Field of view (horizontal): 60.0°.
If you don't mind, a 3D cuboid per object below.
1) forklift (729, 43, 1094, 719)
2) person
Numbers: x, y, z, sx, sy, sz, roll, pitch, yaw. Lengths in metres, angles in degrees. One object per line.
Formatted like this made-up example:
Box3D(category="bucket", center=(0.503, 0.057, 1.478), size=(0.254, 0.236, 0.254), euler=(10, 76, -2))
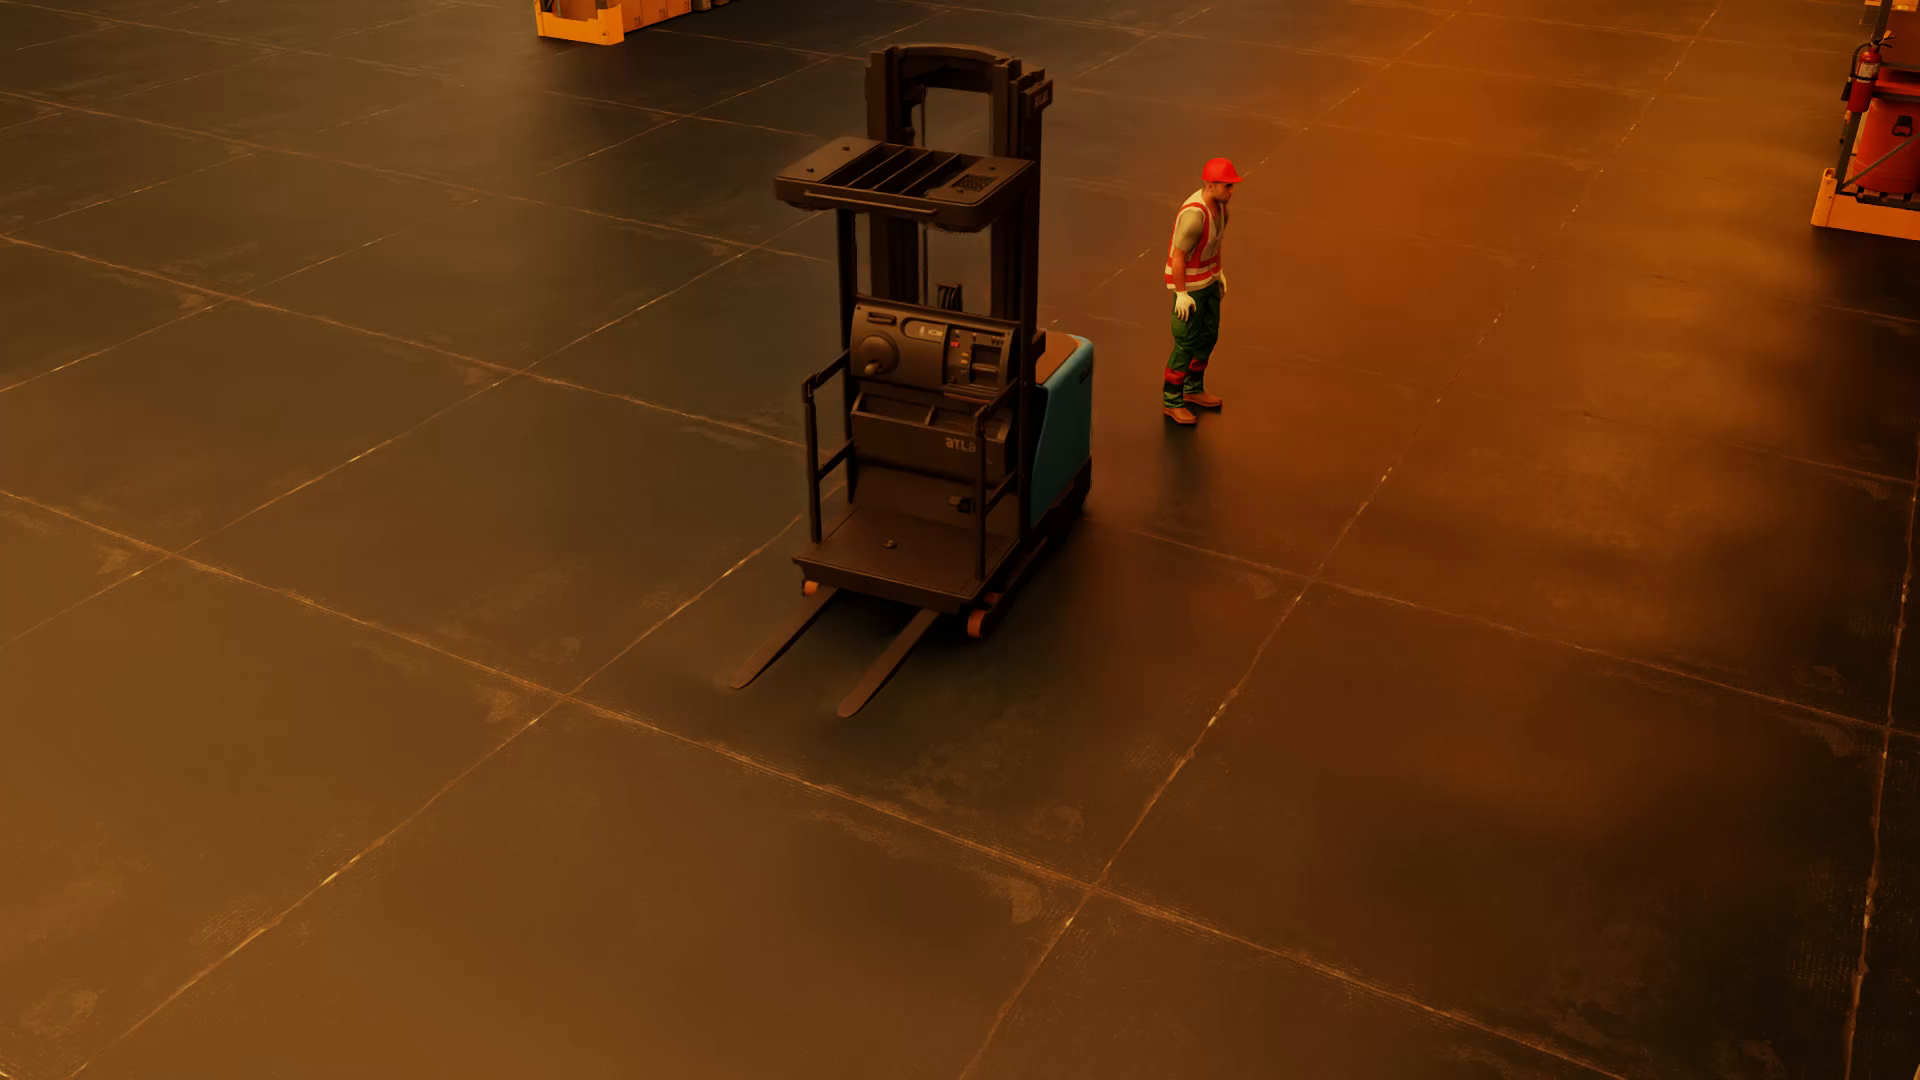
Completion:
Box3D(category="forklift", center=(-0.241, -0.973, 8.756), size=(1.130, 2.935, 3.031), euler=(12, 32, 20))
Box3D(category="person", center=(1.614, -1.693, 11.161), size=(0.453, 1.778, 0.615), euler=(20, 36, 31))
